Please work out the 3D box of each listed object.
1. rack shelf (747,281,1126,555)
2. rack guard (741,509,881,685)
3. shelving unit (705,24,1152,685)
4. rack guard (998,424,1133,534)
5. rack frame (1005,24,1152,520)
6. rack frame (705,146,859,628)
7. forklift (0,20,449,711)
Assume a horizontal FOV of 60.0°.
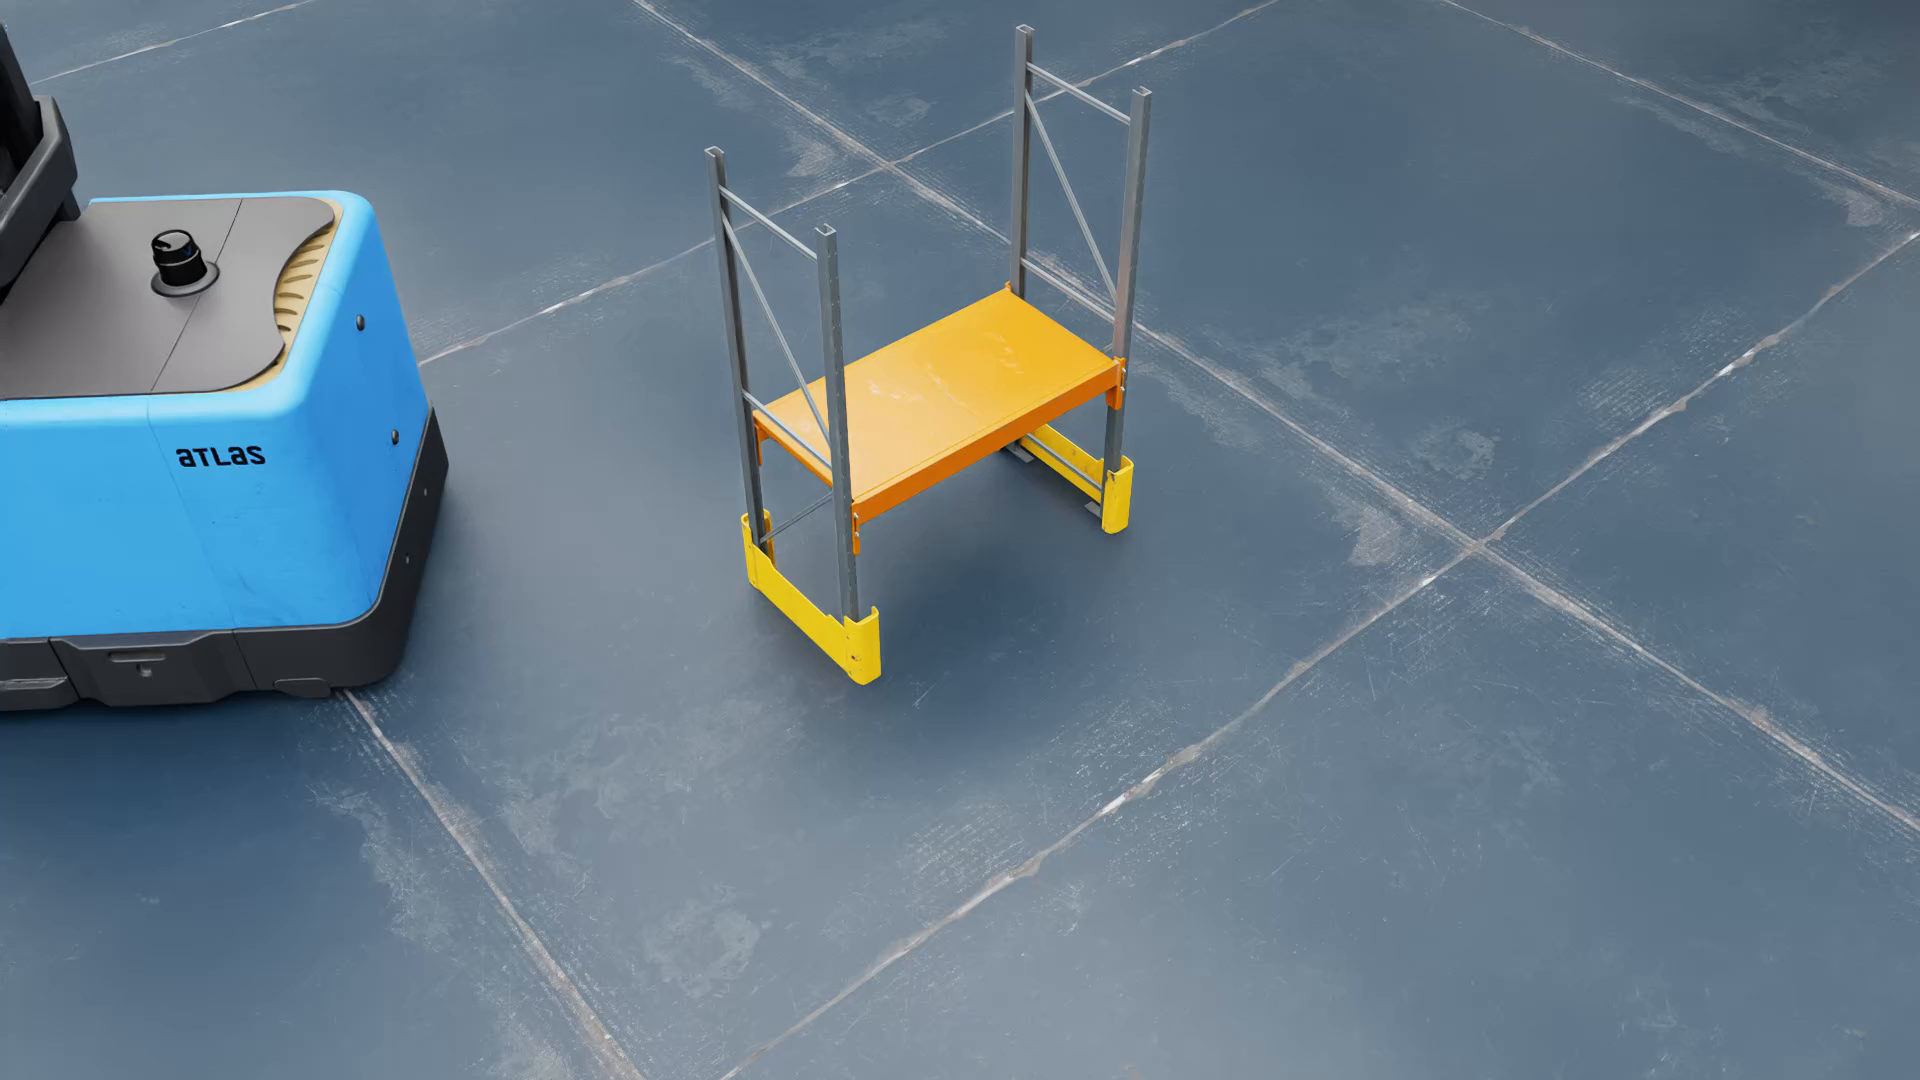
[{"bbox_3d":[-0.065,-0.378,4.820,1.000,0.185,0.538,-30,51,-28],"label":"rack shelf"},{"bbox_3d":[-0.440,0.161,4.896,0.087,0.250,0.587,-30,51,-28],"label":"rack guard"},{"bbox_3d":[-0.058,-0.513,4.701,1.083,1.500,0.587,-30,51,-28],"label":"shelving unit"},{"bbox_3d":[0.324,-0.276,5.362,0.087,0.250,0.587,-30,51,-28],"label":"rack guard"},{"bbox_3d":[0.324,-0.733,4.934,0.032,1.500,0.500,-30,51,-28],"label":"rack frame"},{"bbox_3d":[-0.455,-0.286,4.459,0.032,1.500,0.500,-30,51,-28],"label":"rack frame"},{"bbox_3d":[-3.146,-0.902,4.070,3.031,2.935,1.130,-2,43,-3],"label":"forklift"}]
